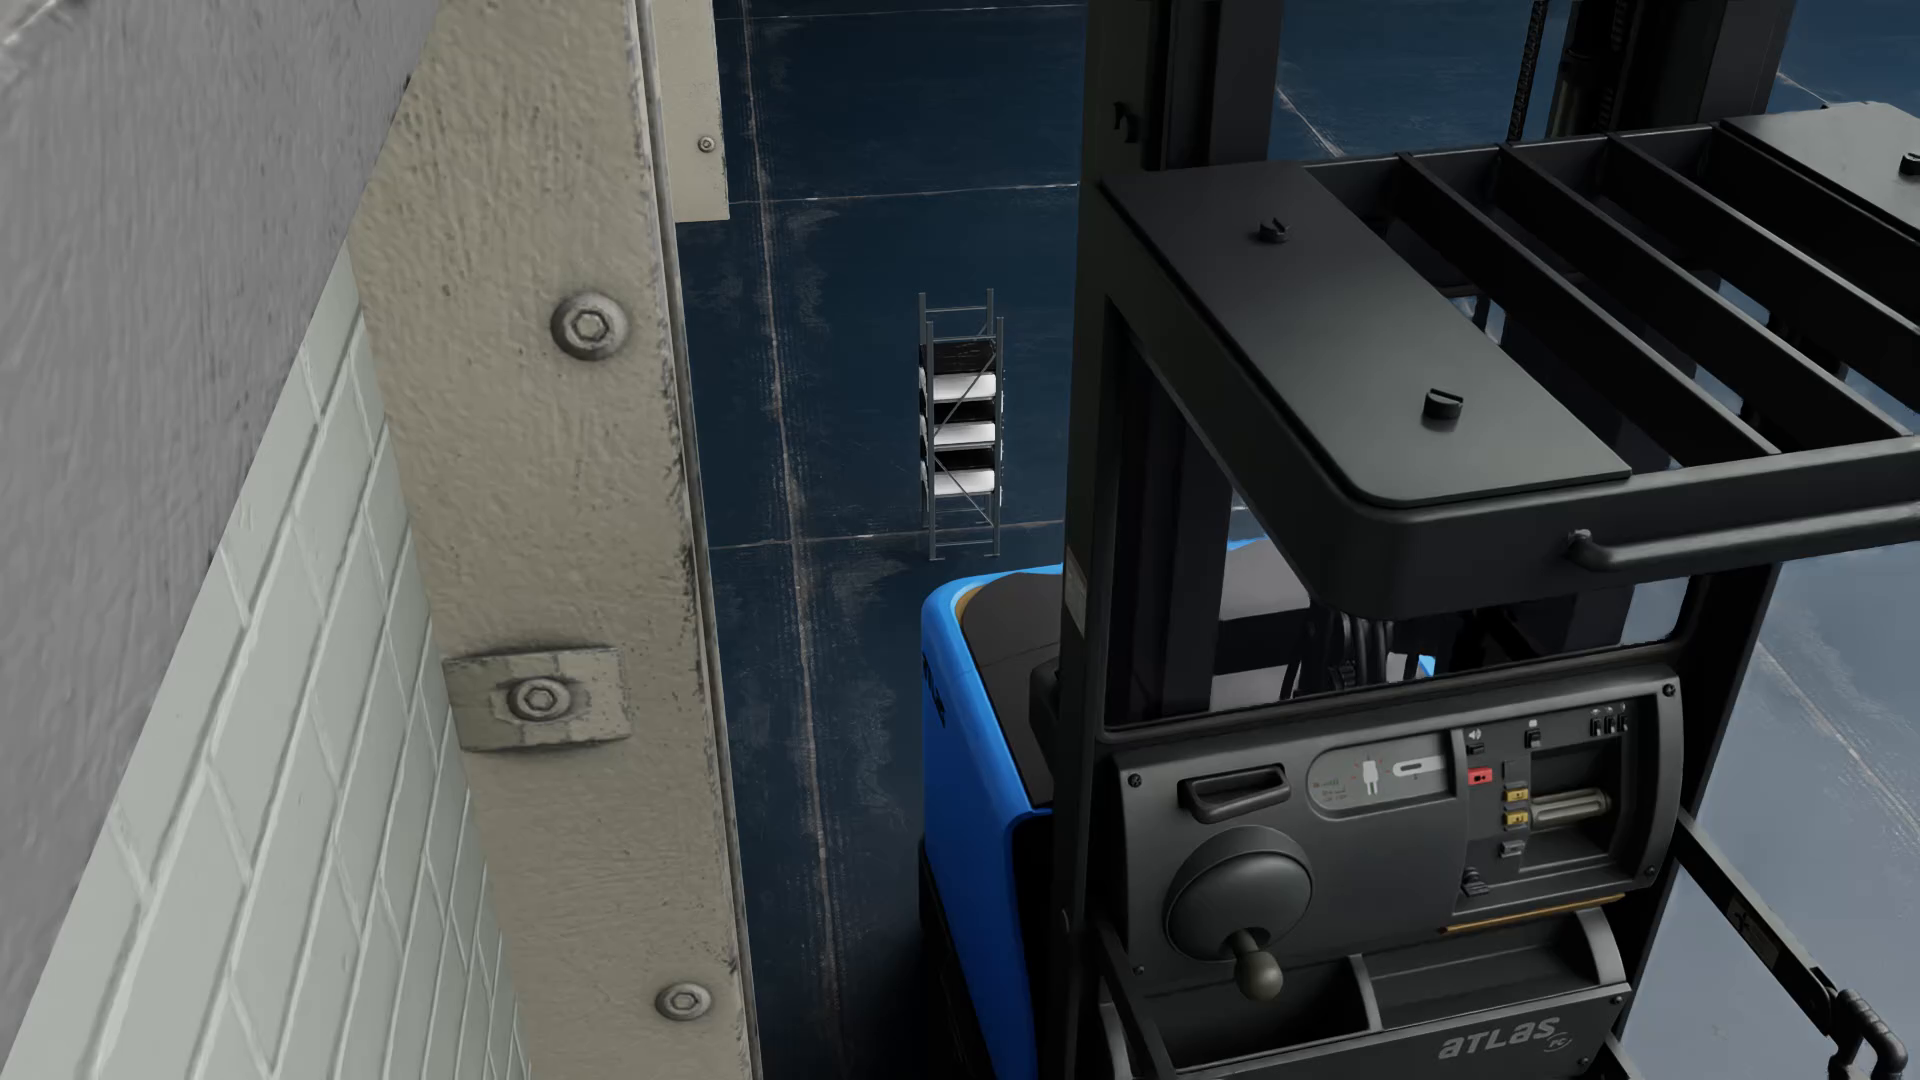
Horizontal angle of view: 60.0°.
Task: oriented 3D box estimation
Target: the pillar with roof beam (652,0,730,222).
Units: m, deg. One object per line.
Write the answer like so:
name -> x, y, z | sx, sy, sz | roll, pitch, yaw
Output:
pillar with roof beam -> 2.975, -5.690, 6.108 | 9.100, 9.000, 0.400 | -4, 35, -6

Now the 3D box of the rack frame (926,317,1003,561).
rack frame -> 0.015, -0.311, 5.407 | 0.240, 0.900, 0.006 | -4, 35, -6

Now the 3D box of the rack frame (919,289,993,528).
rack frame -> -0.013, -0.424, 5.573 | 0.240, 0.900, 0.006 | -4, 35, -6

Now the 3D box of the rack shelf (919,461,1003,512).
rack shelf -> 0.001, -0.191, 5.610 | 0.258, 0.077, 0.200 | -4, 35, -6

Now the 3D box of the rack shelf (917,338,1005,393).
rack shelf -> 0.001, -0.563, 5.357 | 0.258, 0.077, 0.200 | -4, 35, -6

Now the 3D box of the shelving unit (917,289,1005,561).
shelving unit -> 0.001, -0.367, 5.490 | 0.258, 0.900, 0.210 | -4, 35, -6

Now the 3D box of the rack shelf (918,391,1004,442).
rack shelf -> 0.001, -0.414, 5.458 | 0.258, 0.077, 0.200 | -4, 35, -6

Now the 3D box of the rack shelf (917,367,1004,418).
rack shelf -> 0.001, -0.489, 5.407 | 0.258, 0.077, 0.200 | -4, 35, -6

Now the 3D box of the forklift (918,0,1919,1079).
forklift -> 0.743, 0.511, 2.397 | 1.130, 2.935, 3.031 | -8, 35, -11

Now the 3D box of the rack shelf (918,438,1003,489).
rack shelf -> 0.001, -0.265, 5.559 | 0.258, 0.077, 0.200 | -4, 35, -6

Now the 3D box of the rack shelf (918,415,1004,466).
rack shelf -> 0.001, -0.340, 5.509 | 0.258, 0.077, 0.200 | -4, 35, -6
